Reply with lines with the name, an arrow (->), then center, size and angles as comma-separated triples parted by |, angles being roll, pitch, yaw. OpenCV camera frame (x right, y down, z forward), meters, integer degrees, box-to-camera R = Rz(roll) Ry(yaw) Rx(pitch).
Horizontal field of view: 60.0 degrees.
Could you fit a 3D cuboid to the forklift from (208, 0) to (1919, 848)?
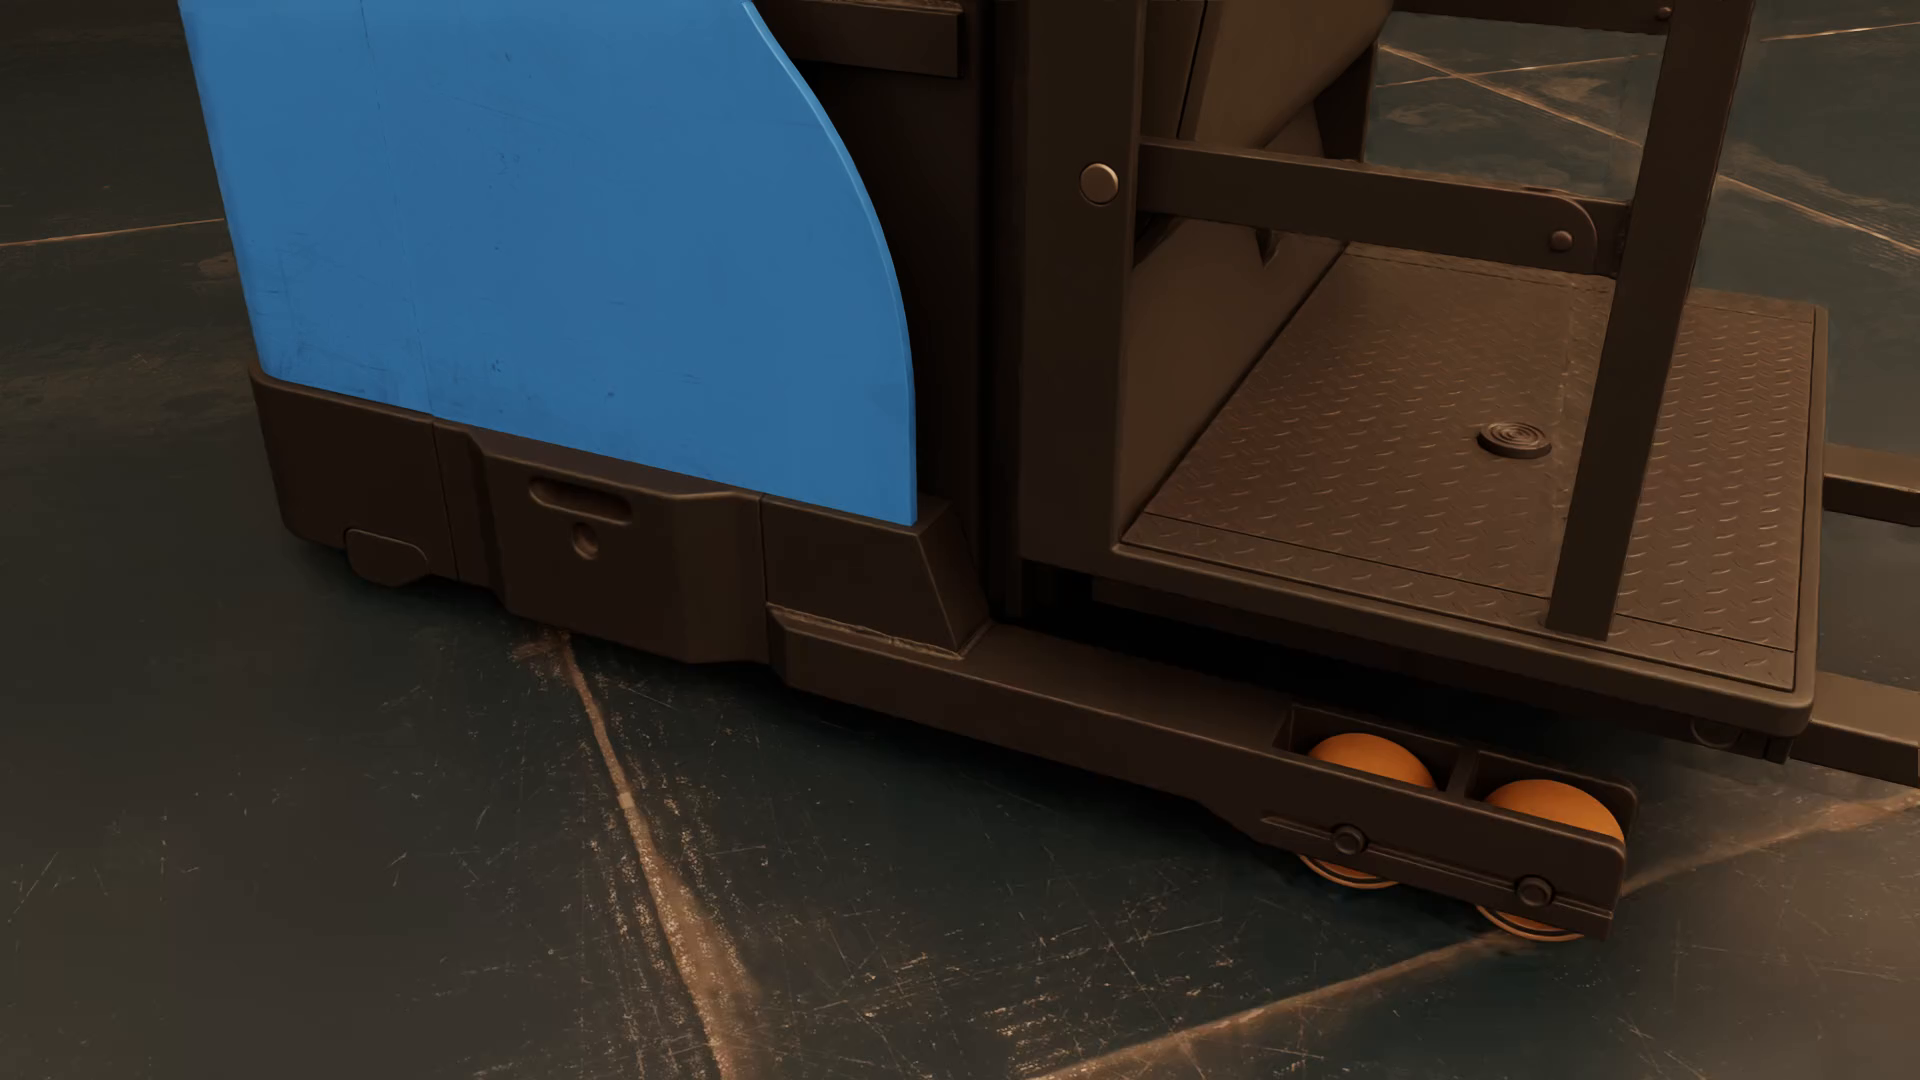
forklift -> 0.572, -1.415, 2.023 | 3.031, 2.935, 1.130 | -13, 32, -21
